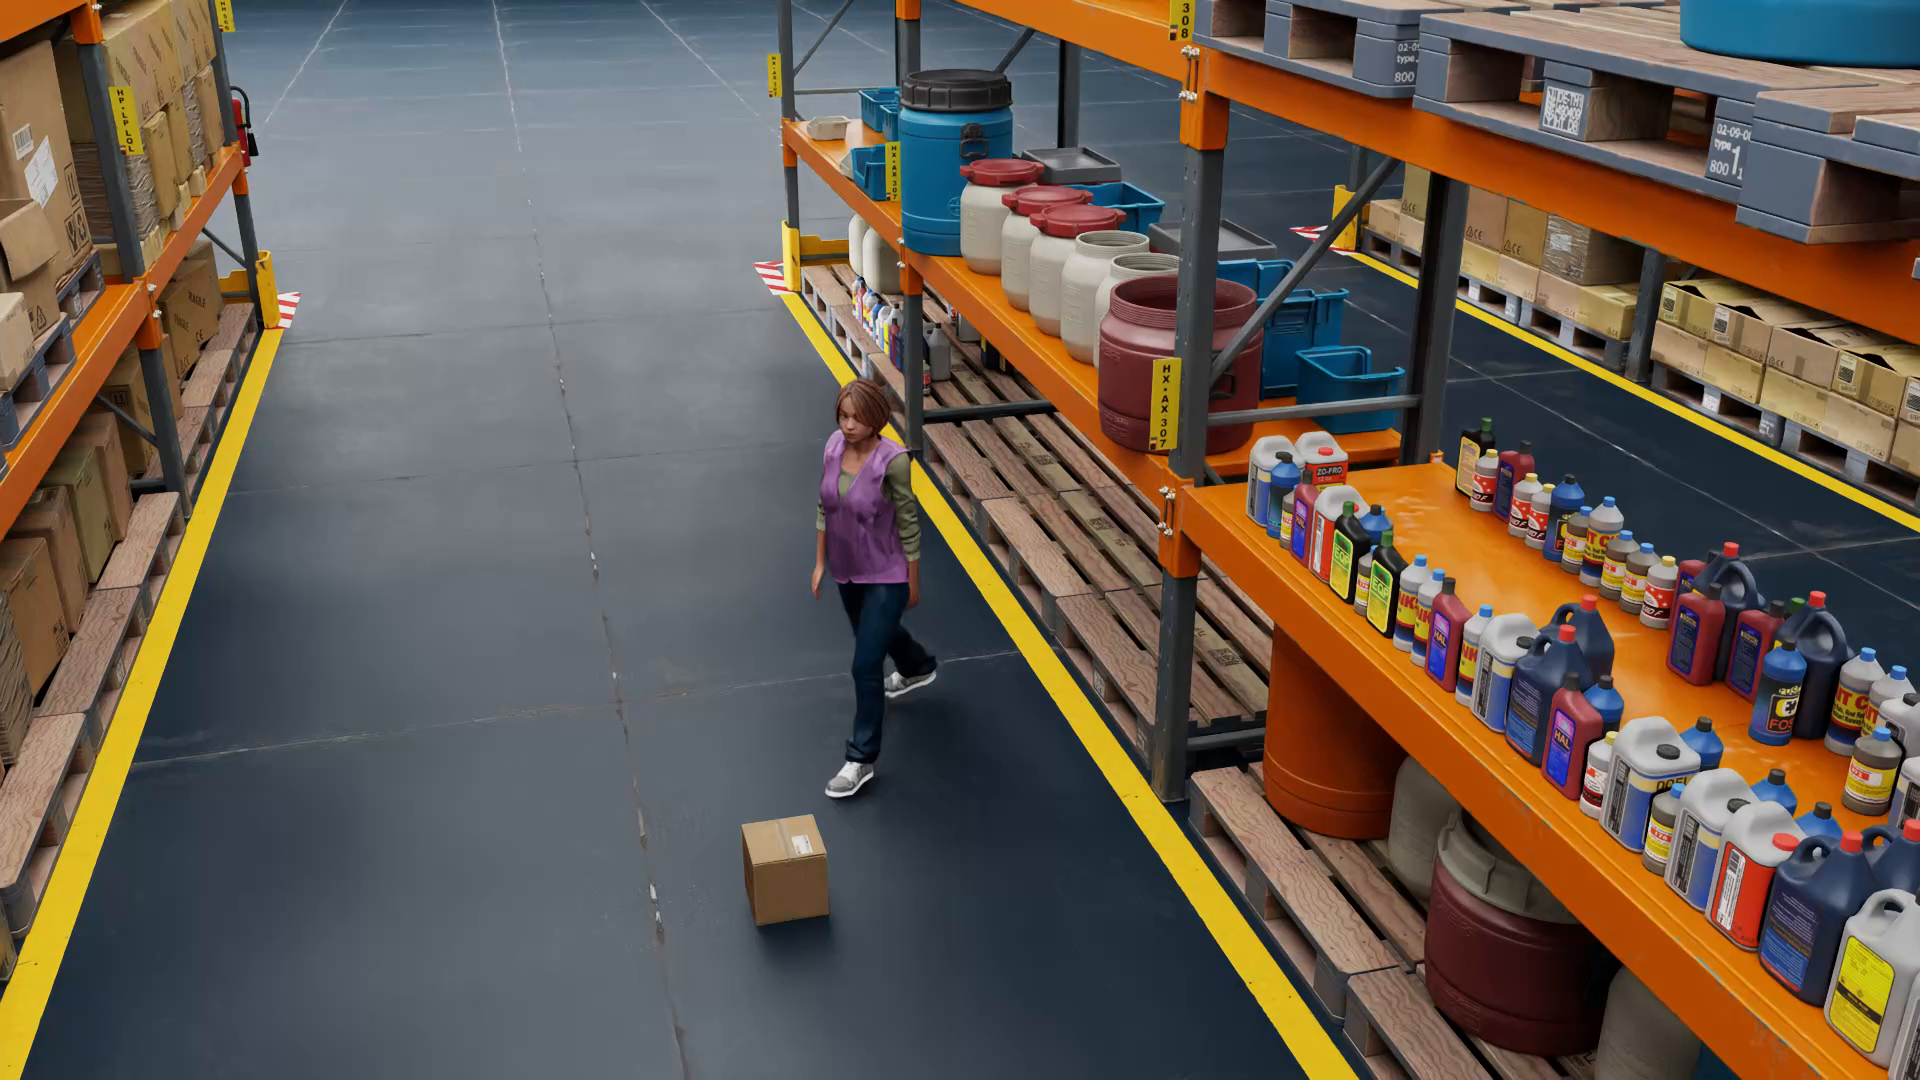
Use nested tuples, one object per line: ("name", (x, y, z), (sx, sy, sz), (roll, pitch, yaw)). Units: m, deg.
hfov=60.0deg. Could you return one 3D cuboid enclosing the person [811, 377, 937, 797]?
("person", (-0.335, 0.102, 6.370), (0.466, 1.567, 0.867), (18, 29, 35))
